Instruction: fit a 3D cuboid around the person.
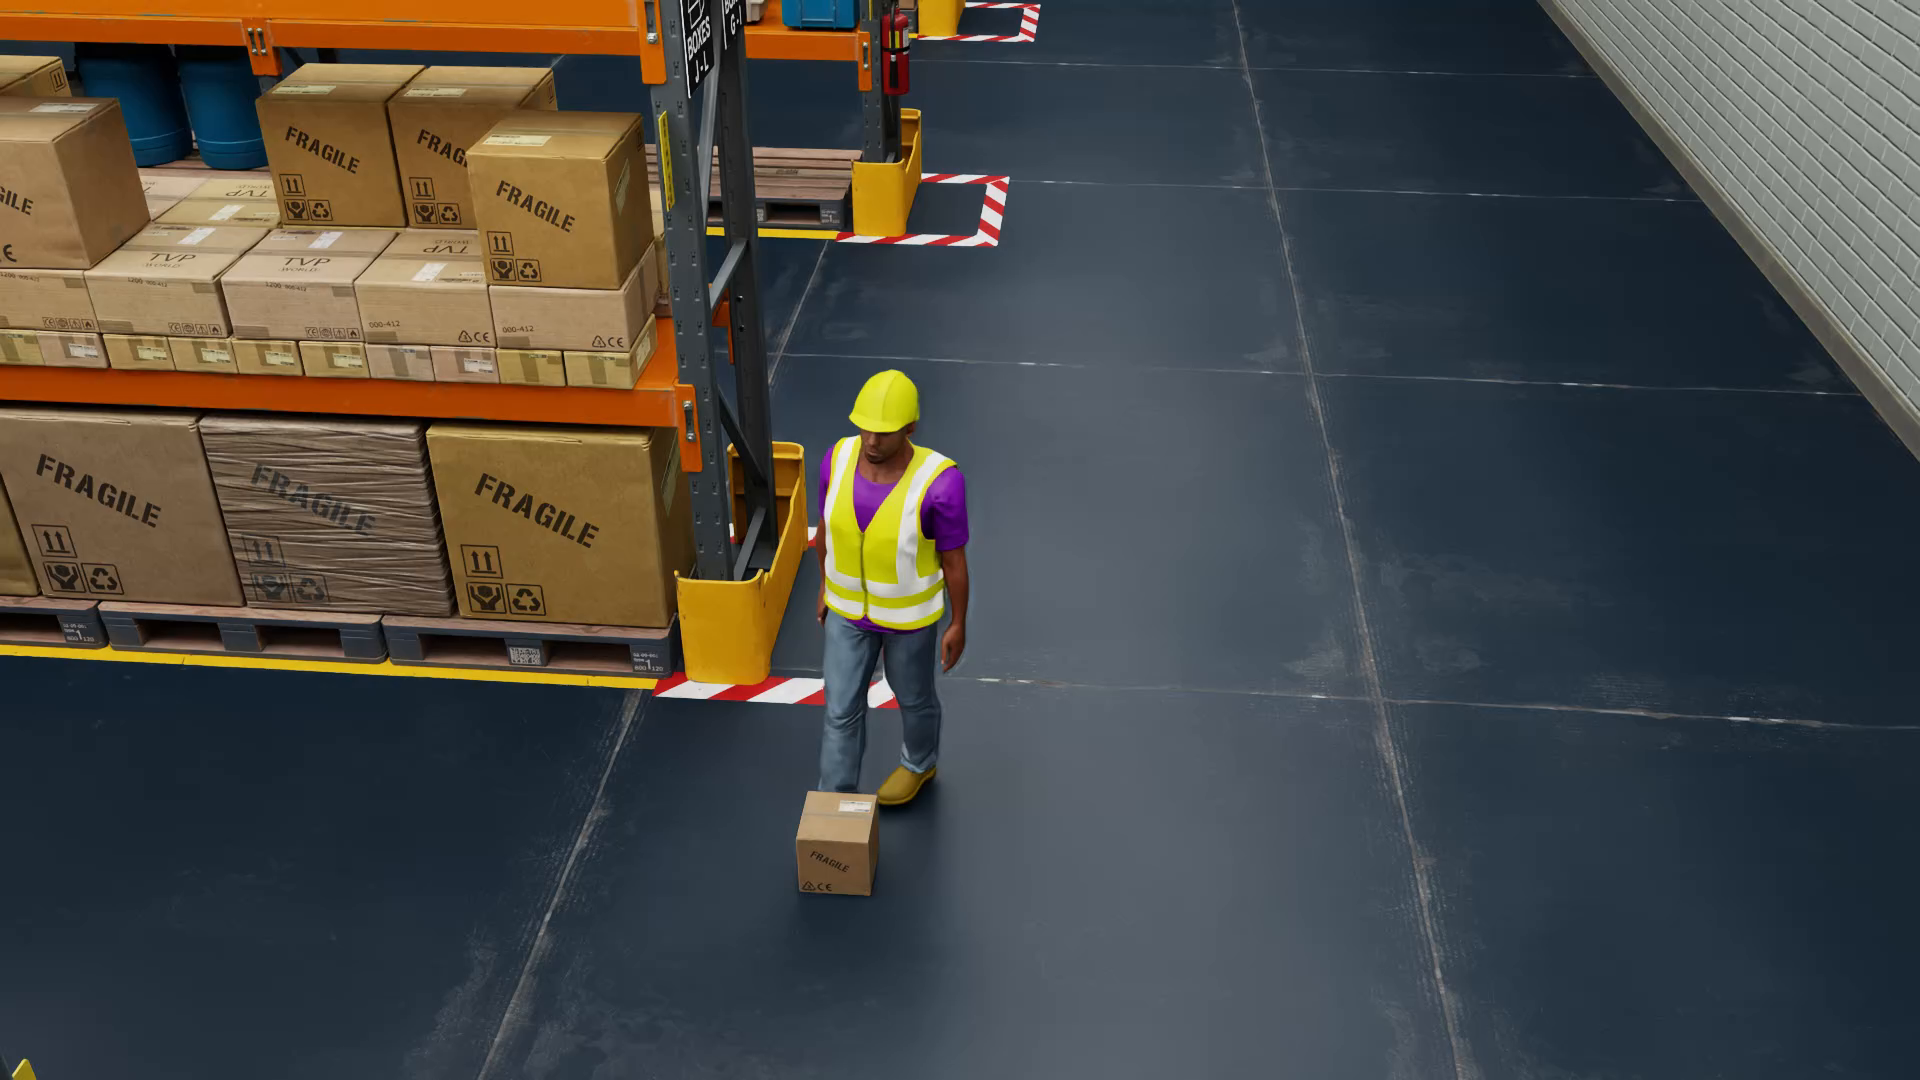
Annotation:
[{"bbox_3d":[-0.298,0.286,5.651,0.586,1.753,0.742,12,34,19],"label":"person"}]
